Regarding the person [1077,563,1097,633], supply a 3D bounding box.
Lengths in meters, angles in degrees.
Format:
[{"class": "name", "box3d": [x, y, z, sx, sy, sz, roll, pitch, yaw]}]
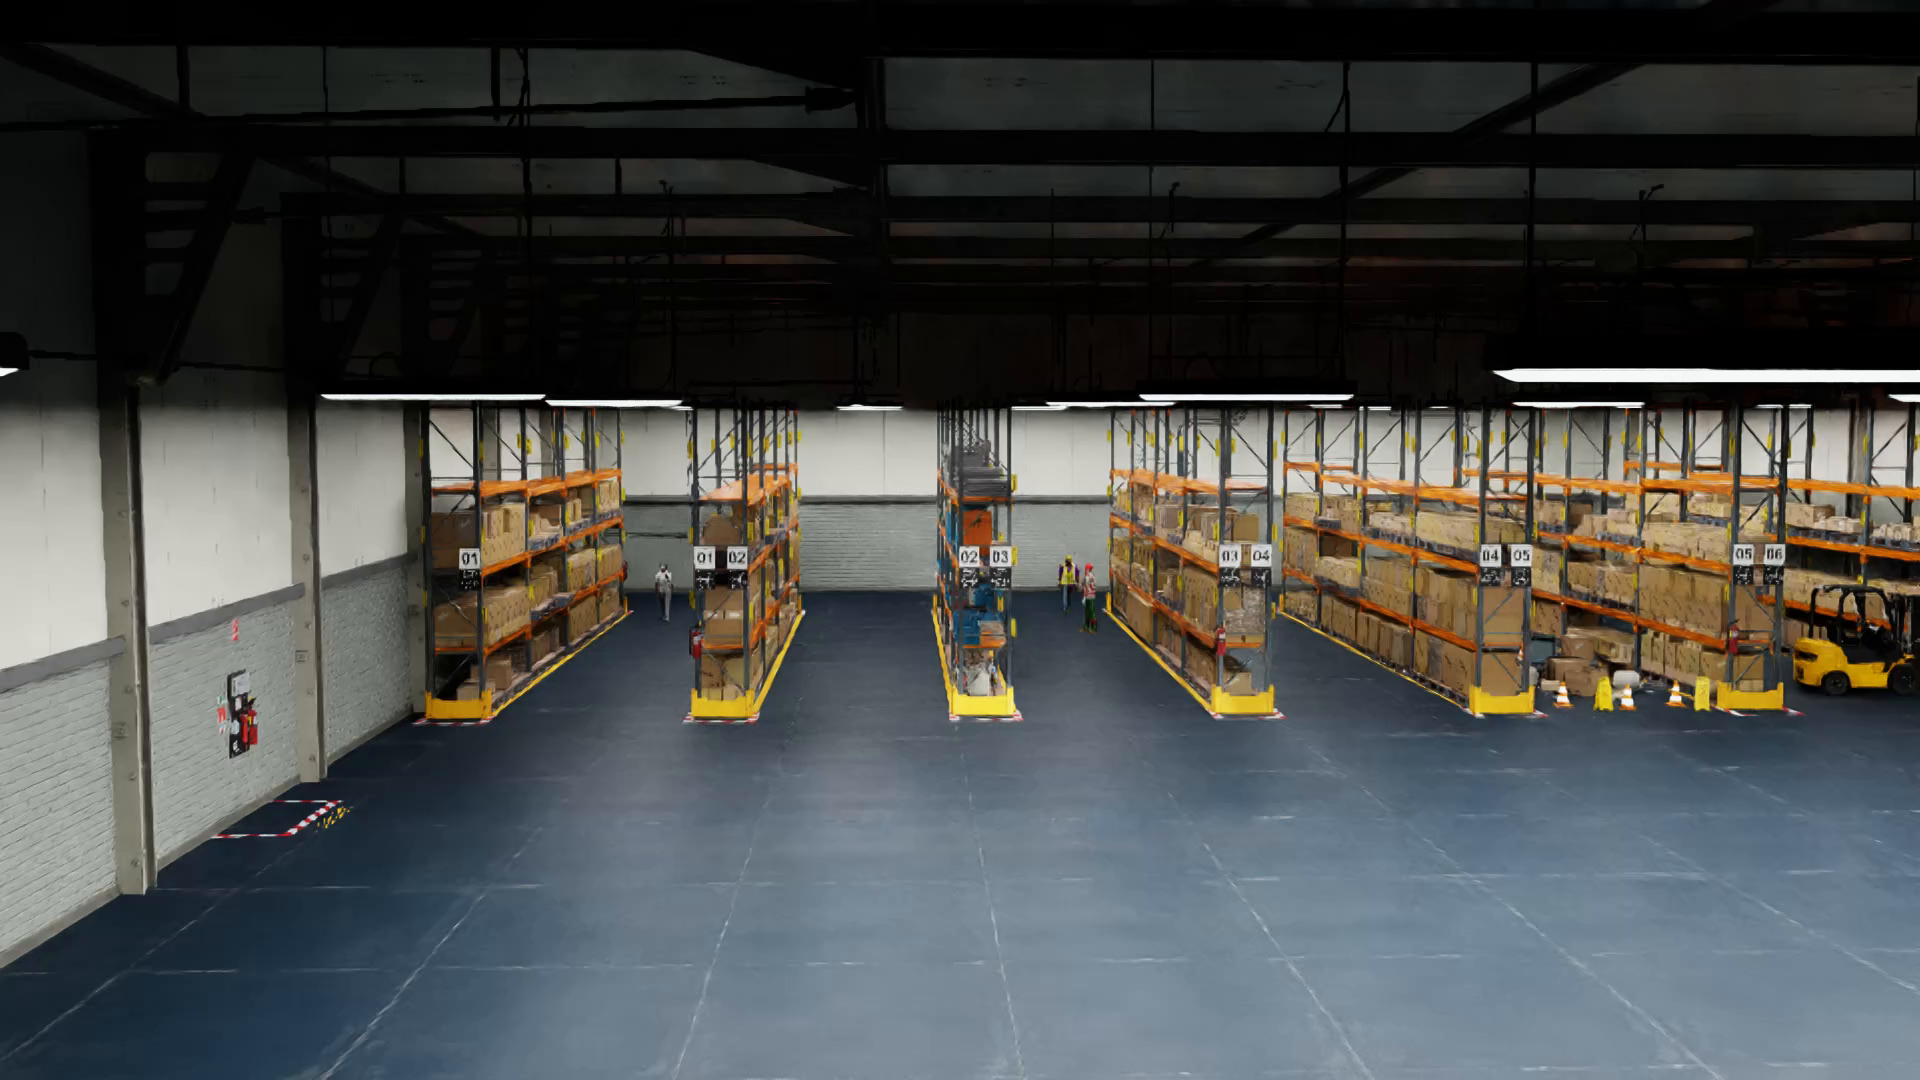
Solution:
[{"class": "person", "box3d": [3.306, 1.489, 43.124, 0.588, 1.785, 0.667, 1, 5, 15]}]

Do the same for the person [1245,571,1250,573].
[{"class": "person", "box3d": [8.976, 0.799, 52.219, 0.499, 1.759, 0.640, -3, 5, -34]}]

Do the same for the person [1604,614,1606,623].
[{"class": "person", "box3d": [17.330, 1.392, 44.939, 0.677, 1.742, 0.552, 0, 4, -3]}]

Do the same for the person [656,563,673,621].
[{"class": "person", "box3d": [-8.092, 1.406, 45.479, 0.456, 1.579, 1.088, 0, 4, 0]}]

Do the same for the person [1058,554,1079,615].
[{"class": "person", "box3d": [3.086, 1.236, 47.048, 0.575, 1.689, 1.128, 0, 4, -4]}]
